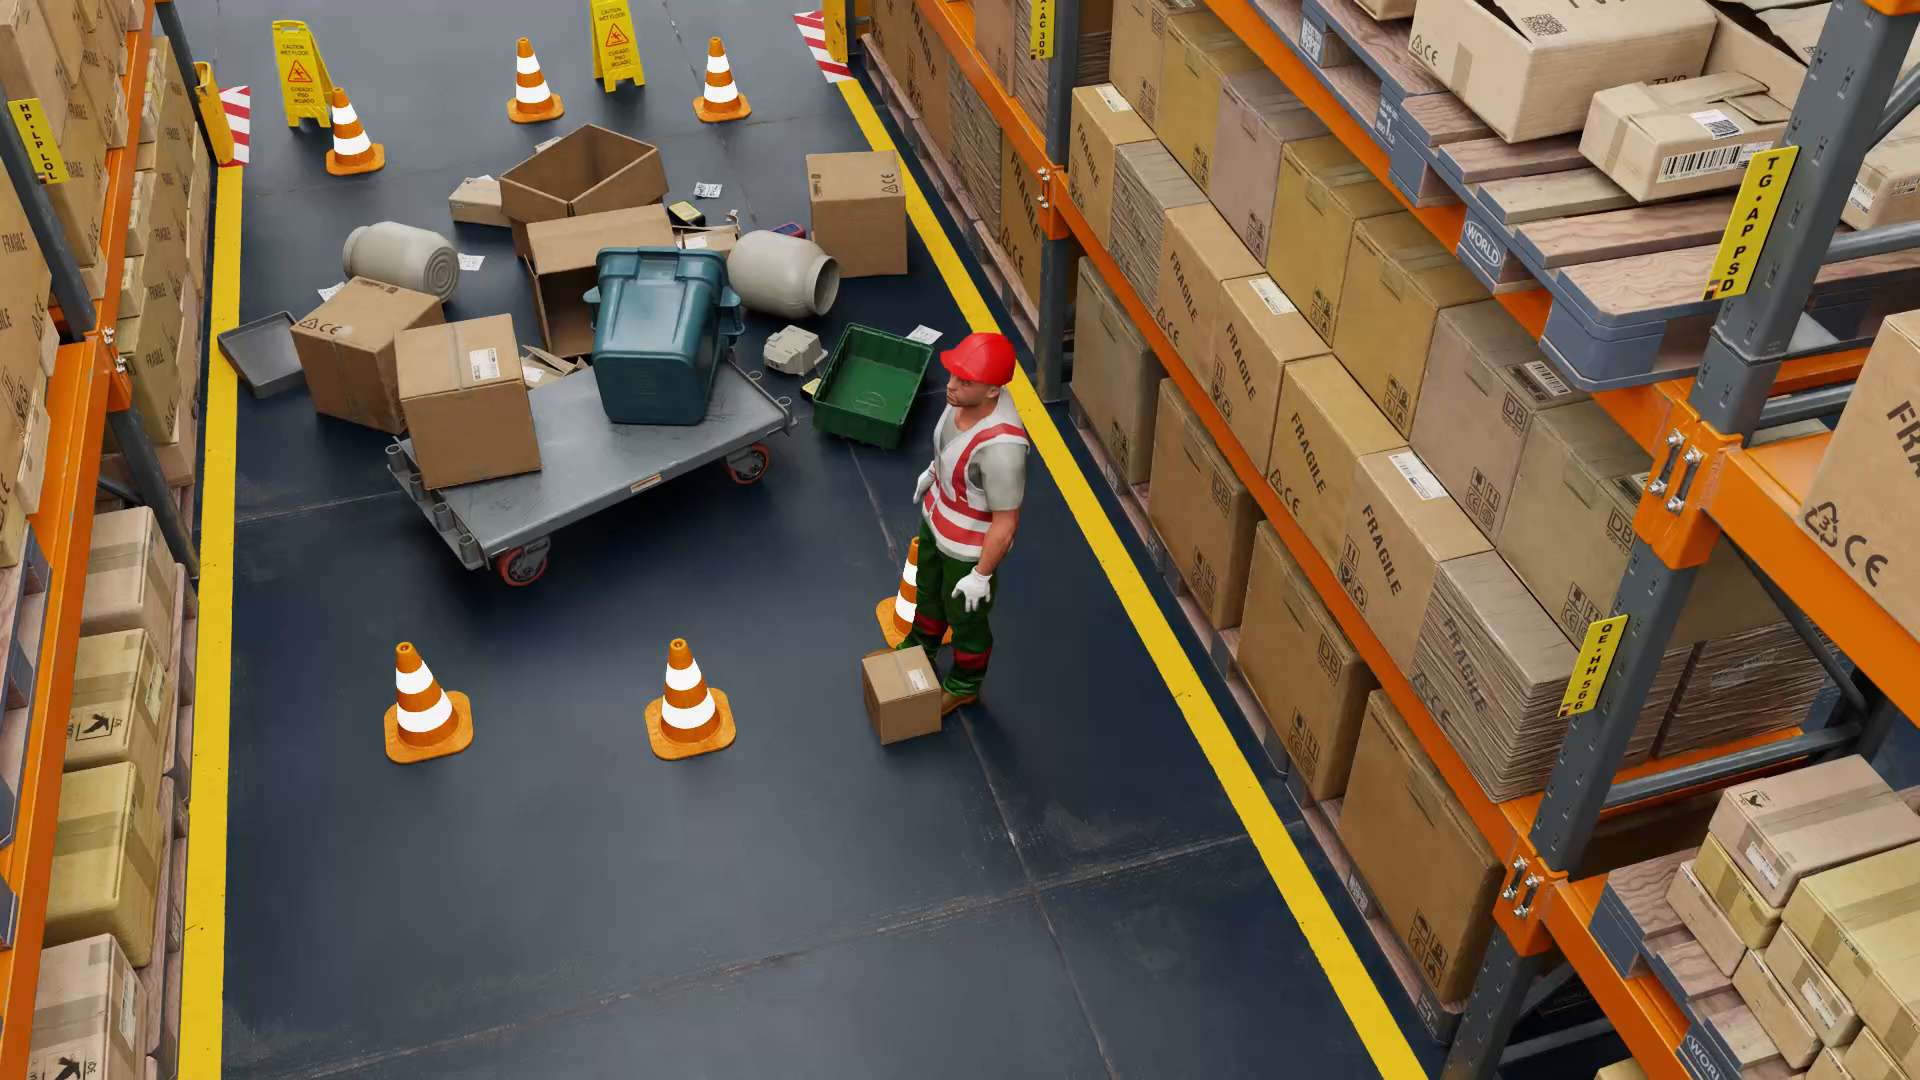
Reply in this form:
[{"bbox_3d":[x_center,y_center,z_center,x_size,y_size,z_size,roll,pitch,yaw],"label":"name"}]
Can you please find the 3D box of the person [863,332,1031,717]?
[{"bbox_3d":[-0.059,-0.026,6.155,0.564,1.788,0.637,-12,43,-13],"label":"person"}]
